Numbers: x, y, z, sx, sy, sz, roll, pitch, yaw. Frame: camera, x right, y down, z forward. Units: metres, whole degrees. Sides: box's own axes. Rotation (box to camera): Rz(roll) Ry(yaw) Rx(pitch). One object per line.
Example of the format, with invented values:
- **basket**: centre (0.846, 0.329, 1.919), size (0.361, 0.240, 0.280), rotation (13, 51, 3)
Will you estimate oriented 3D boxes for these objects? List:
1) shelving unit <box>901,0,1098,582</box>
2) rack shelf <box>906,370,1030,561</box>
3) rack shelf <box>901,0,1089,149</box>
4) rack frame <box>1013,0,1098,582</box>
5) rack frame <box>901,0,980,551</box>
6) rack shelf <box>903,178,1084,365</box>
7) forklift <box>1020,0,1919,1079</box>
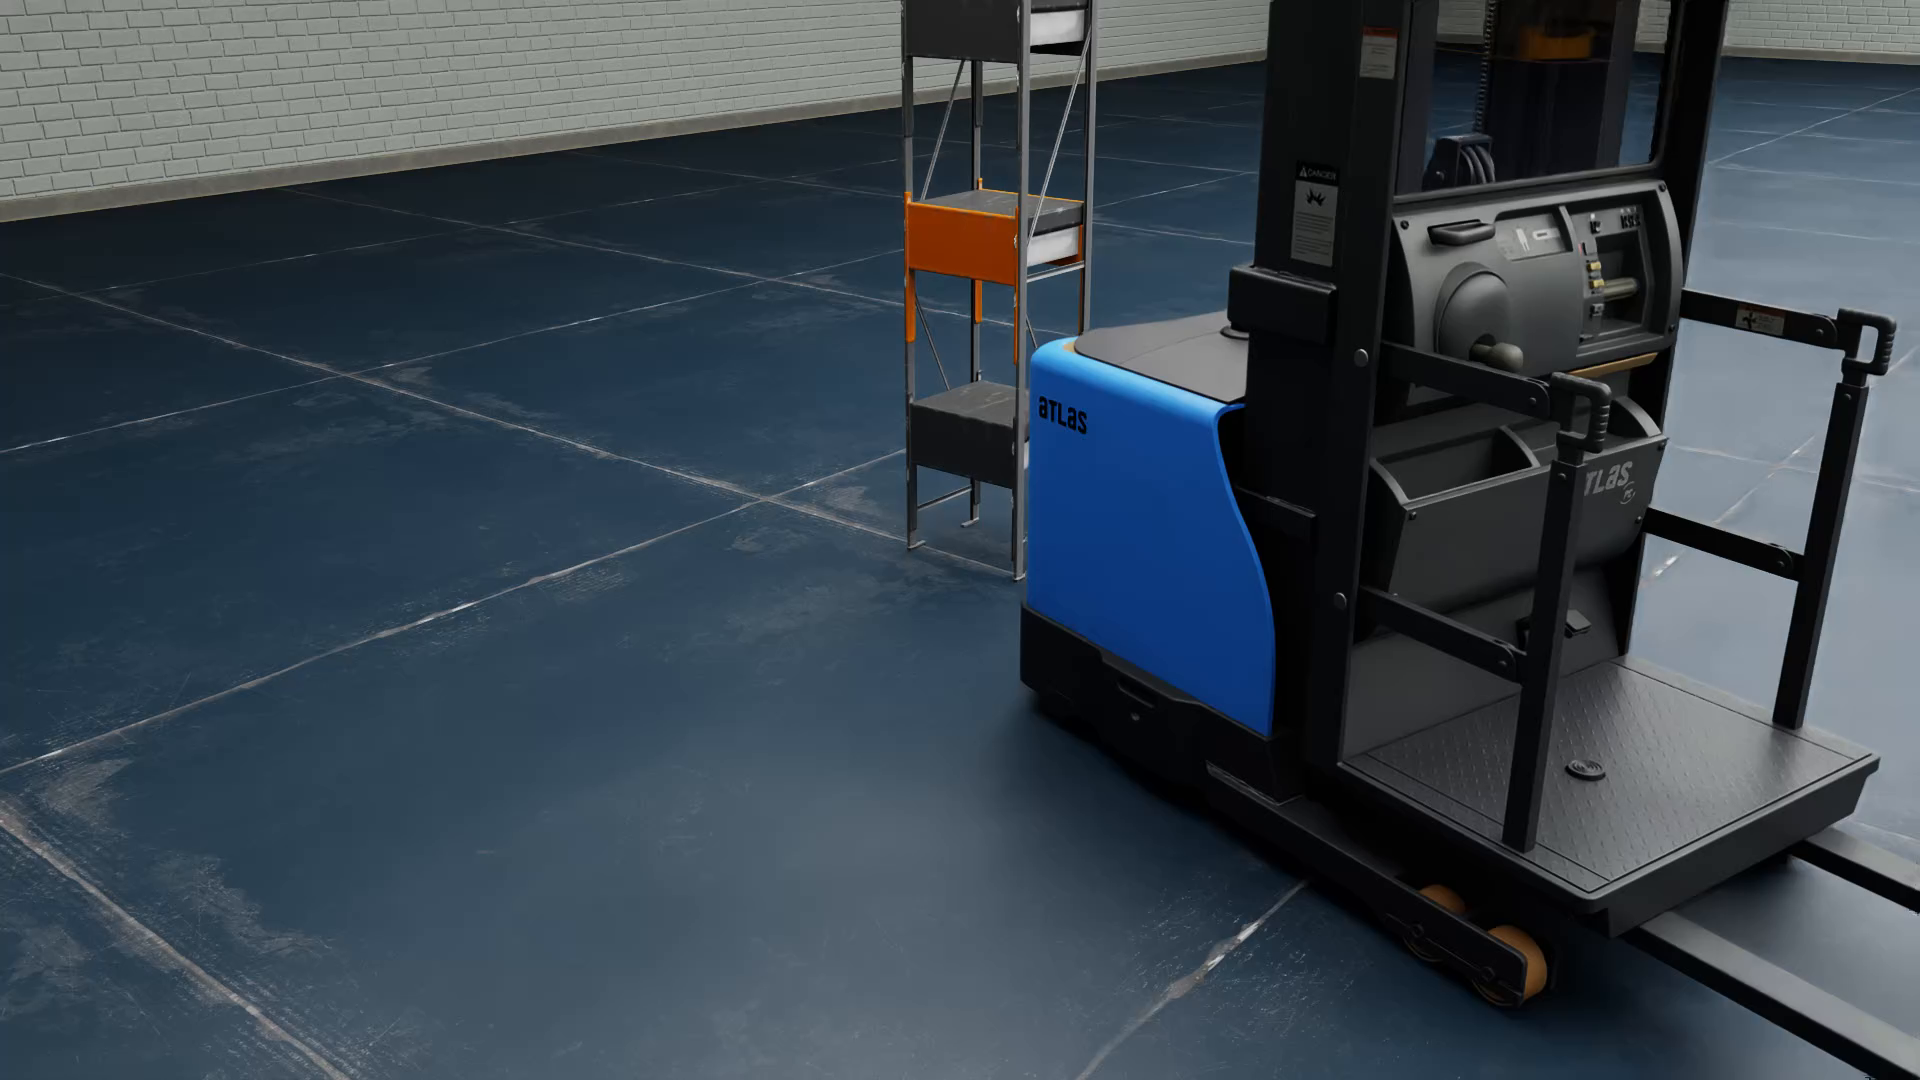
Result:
- **shelving unit**: centre (0.128, -0.946, 5.700), size (0.503, 2.100, 0.431), rotation (16, 26, 36)
- **rack shelf**: centre (0.128, -0.278, 5.952), size (0.480, 0.518, 0.431), rotation (16, 26, 36)
- **rack shelf**: centre (0.128, -1.588, 5.458), size (0.480, 0.518, 0.431), rotation (16, 26, 36)
- **rack frame**: centre (0.317, -0.891, 5.555), size (0.015, 2.100, 0.400), rotation (16, 26, 36)
- **rack frame**: centre (-0.061, -1.000, 5.844), size (0.015, 2.100, 0.400), rotation (16, 26, 36)
- **rack shelf**: centre (0.128, -0.933, 5.705), size (0.480, 0.518, 0.431), rotation (16, 26, 36)
- **forklift**: centre (1.419, -0.572, 3.532), size (1.130, 2.935, 3.031), rotation (-13, 25, -32)
